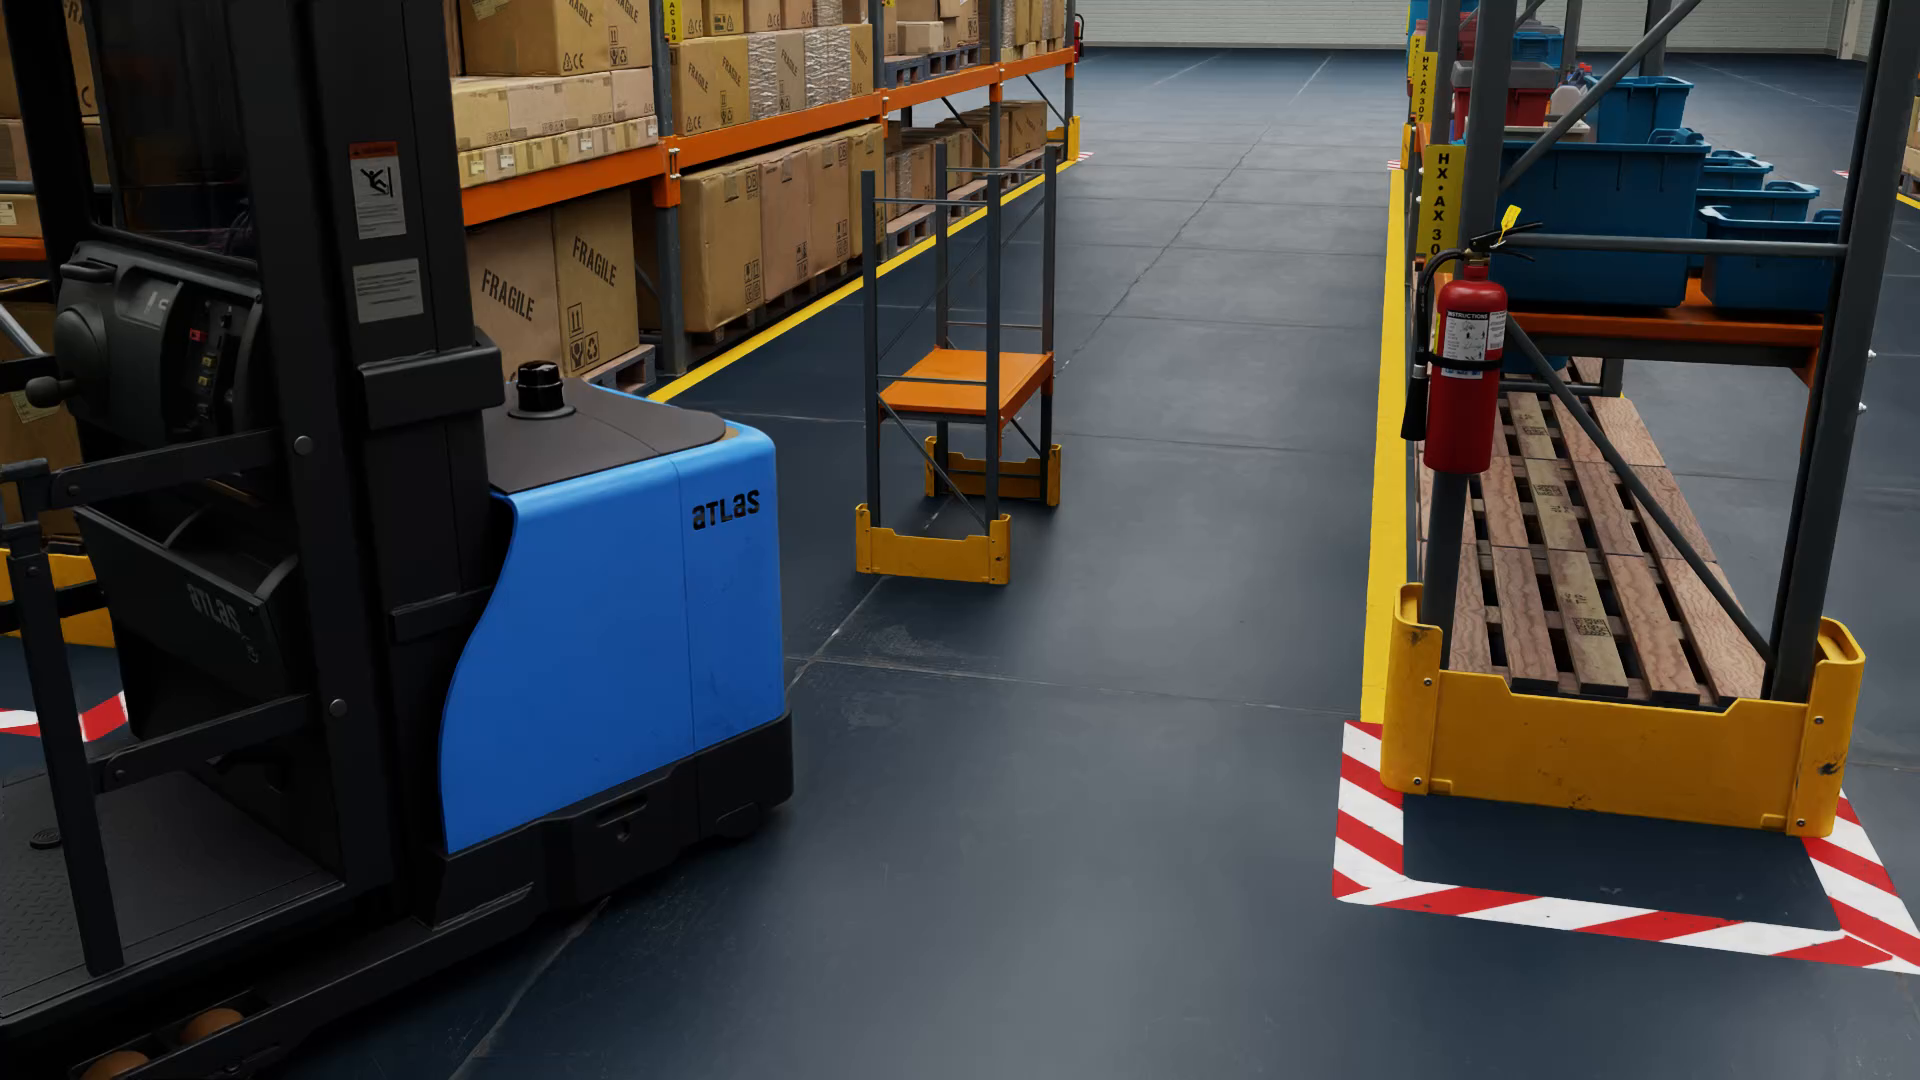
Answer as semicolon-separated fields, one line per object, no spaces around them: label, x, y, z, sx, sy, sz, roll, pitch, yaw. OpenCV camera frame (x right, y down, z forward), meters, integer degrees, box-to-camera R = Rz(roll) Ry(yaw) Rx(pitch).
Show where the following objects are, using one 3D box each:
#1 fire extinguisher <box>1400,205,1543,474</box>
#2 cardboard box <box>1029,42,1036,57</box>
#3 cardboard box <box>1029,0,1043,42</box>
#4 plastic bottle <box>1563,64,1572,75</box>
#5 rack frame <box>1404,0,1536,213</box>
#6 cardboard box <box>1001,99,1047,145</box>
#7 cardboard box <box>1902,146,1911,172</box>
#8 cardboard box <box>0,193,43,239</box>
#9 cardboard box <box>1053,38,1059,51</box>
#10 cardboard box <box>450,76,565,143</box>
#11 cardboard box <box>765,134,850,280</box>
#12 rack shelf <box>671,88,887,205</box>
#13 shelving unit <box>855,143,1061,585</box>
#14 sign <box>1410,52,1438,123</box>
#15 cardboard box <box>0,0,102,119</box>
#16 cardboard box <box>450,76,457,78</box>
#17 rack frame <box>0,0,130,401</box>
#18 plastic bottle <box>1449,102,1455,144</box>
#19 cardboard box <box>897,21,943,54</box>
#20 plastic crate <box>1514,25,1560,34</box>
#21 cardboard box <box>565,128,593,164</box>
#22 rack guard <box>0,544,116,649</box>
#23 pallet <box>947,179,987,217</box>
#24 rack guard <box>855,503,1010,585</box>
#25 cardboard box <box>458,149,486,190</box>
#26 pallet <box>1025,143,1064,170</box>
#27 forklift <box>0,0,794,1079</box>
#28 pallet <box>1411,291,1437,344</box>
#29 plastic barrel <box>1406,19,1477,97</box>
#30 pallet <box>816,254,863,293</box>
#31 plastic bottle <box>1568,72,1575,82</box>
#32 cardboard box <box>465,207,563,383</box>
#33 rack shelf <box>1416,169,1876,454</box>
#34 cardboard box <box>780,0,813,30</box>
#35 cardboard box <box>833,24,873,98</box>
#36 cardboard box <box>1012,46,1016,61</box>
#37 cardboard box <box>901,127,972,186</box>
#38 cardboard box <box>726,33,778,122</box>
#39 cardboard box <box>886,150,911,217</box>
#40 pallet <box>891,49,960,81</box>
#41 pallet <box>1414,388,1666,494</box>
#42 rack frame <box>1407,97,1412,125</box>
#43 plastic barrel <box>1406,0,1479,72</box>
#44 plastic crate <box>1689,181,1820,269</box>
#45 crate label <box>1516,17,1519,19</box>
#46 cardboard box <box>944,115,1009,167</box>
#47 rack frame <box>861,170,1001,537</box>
fire extinguisher;1.298;-0.512;4.244;0.296;0.674;0.183;5;19;13
cardboard box;0.602;-5.285;17.909;0.380;0.149;0.250;5;19;13
cardboard box;0.418;-5.685;18.077;0.875;0.500;0.500;5;19;13
plastic bottle;4.045;-3.029;11.094;0.061;0.283;0.133;5;19;13
rack frame;4.708;-4.498;15.216;1.000;3.000;0.127;5;19;13
cardboard box;0.713;-4.964;19.799;0.500;0.500;0.500;9;21;23
cardboard box;10.022;-3.949;17.214;0.500;0.250;0.500;5;19;13
cardboard box;-3.259;-1.147;5.793;0.380;0.149;0.250;5;19;14
cardboard box;0.940;-5.758;19.292;0.380;0.149;0.250;5;19;13
cardboard box;-2.152;-1.970;7.586;0.500;0.250;0.500;5;20;14
cardboard box;-1.487;-2.335;11.521;1.225;0.875;0.875;5;19;14
rack shelf;-1.561;-2.668;10.971;1.077;0.370;4.000;5;19;13
shelving unit;0.019;-0.734;6.515;0.587;1.500;1.083;5;19;13
sign;2.220;-2.166;7.959;0.100;0.325;0.005;5;19;13
cardboard box;-3.163;-1.726;5.712;0.500;0.500;0.500;5;19;14
cardboard box;-2.666;-2.007;7.694;0.500;0.250;0.500;5;20;15
rack frame;-3.027;-1.128;5.349;1.000;3.000;0.127;5;19;13
plastic bottle;2.536;-2.081;8.331;0.152;0.276;0.135;5;19;13
cardboard box;-0.440;-4.270;14.132;0.500;0.250;0.500;4;19;12
plastic crate;4.422;-3.757;12.947;0.402;0.464;0.583;5;19;13
cardboard box;-1.995;-1.900;7.997;0.380;0.149;0.250;5;19;14
rack guard;-3.033;0.062;5.731;1.175;0.500;0.348;5;19;13
pallet;-0.284;-3.325;16.097;1.003;0.211;1.213;5;19;13
rack guard;-0.103;0.014;6.260;0.587;0.250;0.087;5;19;13
cardboard box;-2.246;-1.577;7.051;0.380;0.149;0.250;4;19;12
pallet;0.631;-4.548;19.675;1.003;0.211;1.213;5;19;13
forklift;-1.816;-0.399;3.320;1.130;2.935;3.031;17;25;40
pallet;3.278;-1.293;10.147;1.003;0.211;1.213;5;19;13
plastic barrel;3.550;-3.478;12.019;0.600;0.536;0.708;5;19;13
pallet;-1.338;-2.075;12.435;1.003;0.211;1.213;5;19;13
plastic bottle;3.848;-2.794;10.425;0.097;0.271;0.097;0;19;0
cardboard box;-2.509;-1.092;7.882;0.875;0.875;0.875;5;19;13
rack shelf;2.264;-1.023;6.156;1.077;0.370;4.000;5;19;13
cardboard box;-1.429;-3.726;11.248;0.797;0.503;0.637;5;20;15
cardboard box;-0.953;-3.509;12.164;0.500;0.500;0.500;5;20;15
cardboard box;0.357;-4.972;16.992;0.380;0.149;0.250;5;19;13
cardboard box;-0.266;-3.724;16.135;0.700;0.500;0.500;3;19;9
cardboard box;-1.450;-2.868;10.289;0.500;0.500;0.500;4;19;12
cardboard box;-0.805;-3.047;14.155;0.700;0.500;0.500;3;19;9
pallet;-0.629;-4.168;14.547;1.003;0.211;1.213;5;19;13
pallet;2.611;-0.437;7.642;1.003;0.211;1.213;5;19;13
rack frame;5.685;-5.752;18.886;1.000;3.000;0.127;5;19;13
plastic barrel;4.319;-4.638;14.850;0.600;0.901;0.708;5;19;13
plastic crate;2.316;-0.944;4.976;0.416;0.233;0.300;5;19;13
crate label;5.497;-5.170;17.129;0.502;0.435;0.616;5;19;13
cardboard box;0.174;-4.207;17.582;0.500;0.500;0.500;12;22;31
rack frame;-0.103;-0.577;6.057;0.500;1.500;0.032;5;19;13
